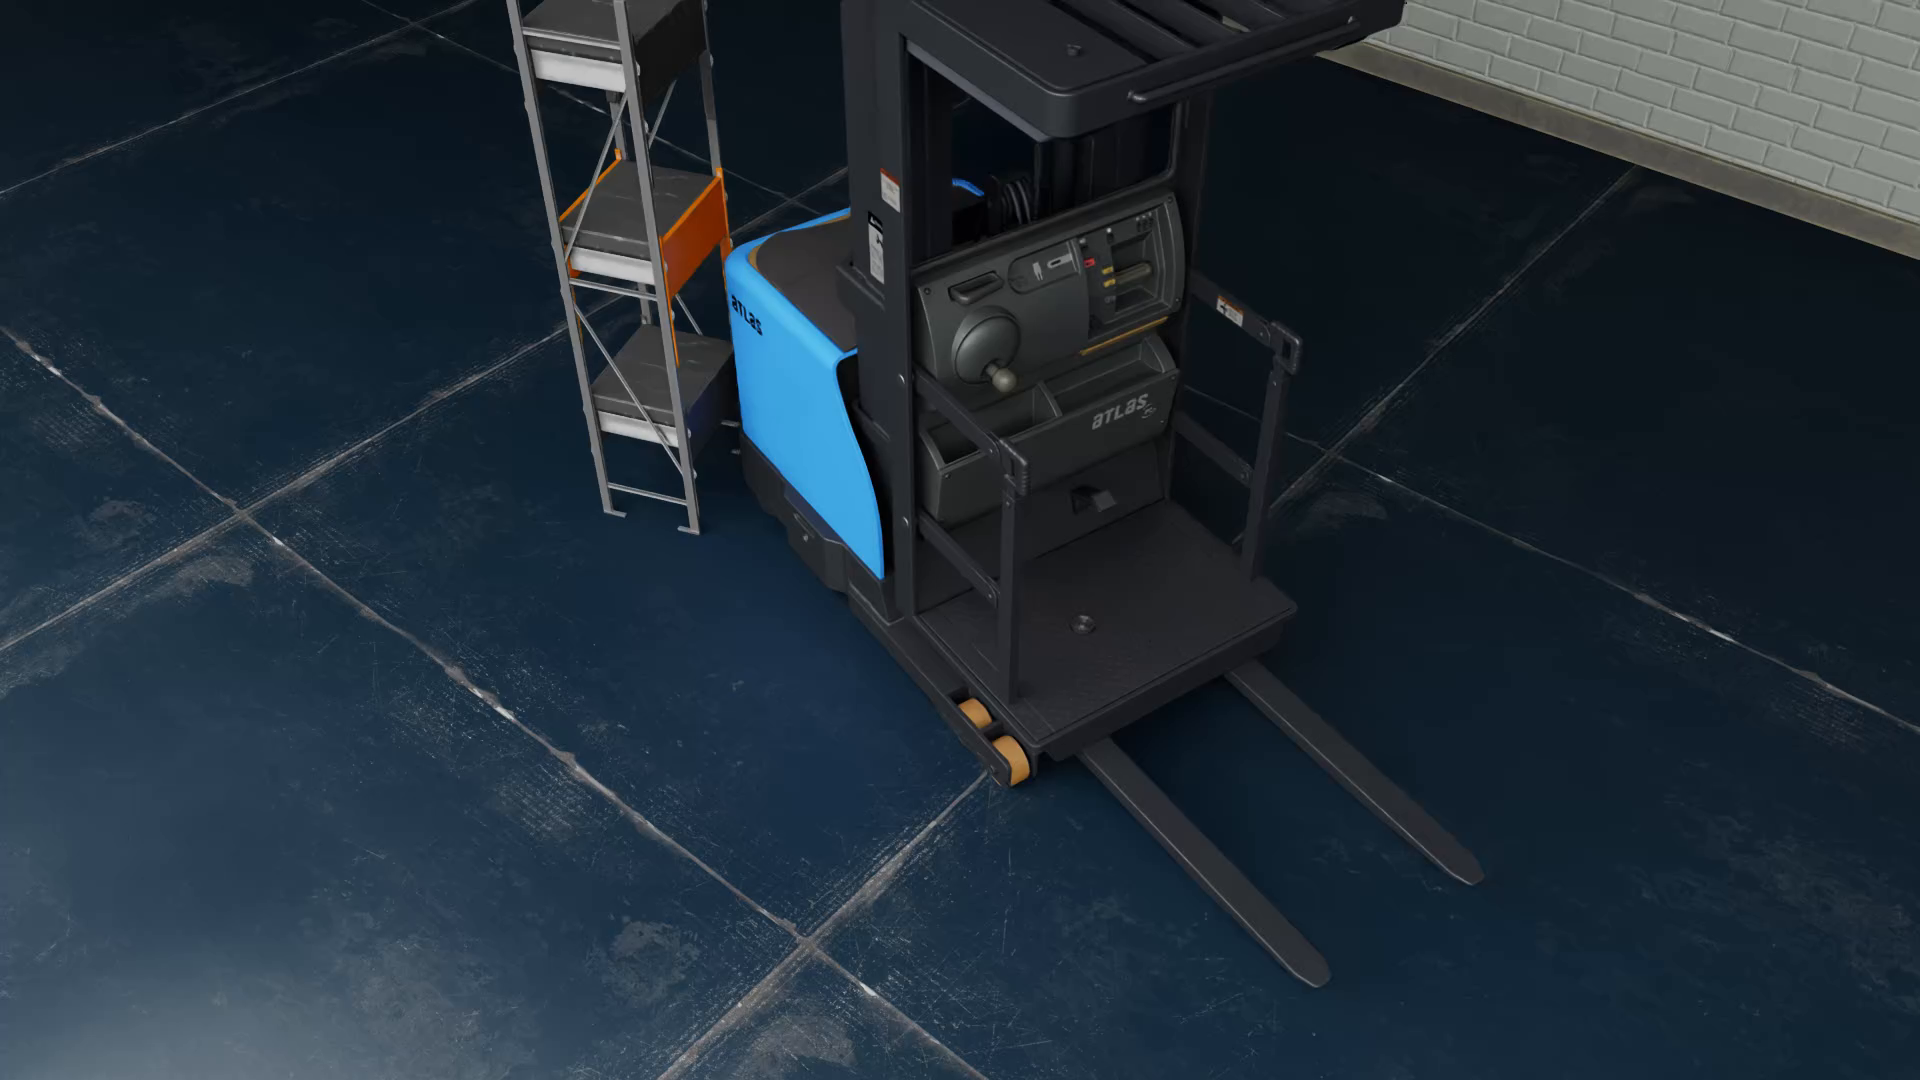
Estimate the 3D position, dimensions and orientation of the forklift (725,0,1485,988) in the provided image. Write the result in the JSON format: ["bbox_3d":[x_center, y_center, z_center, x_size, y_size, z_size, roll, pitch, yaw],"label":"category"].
[{"bbox_3d":[0.407,-0.658,4.795,1.130,2.935,3.031,-24,48,-24],"label":"forklift"}]

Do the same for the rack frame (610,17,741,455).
[{"bbox_3d":[-1.013,-1.153,5.957,0.400,2.100,0.015,13,44,14],"label":"rack frame"}]

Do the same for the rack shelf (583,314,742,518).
[{"bbox_3d":[-1.091,-0.470,6.267,0.431,0.518,0.480,13,44,14],"label":"rack shelf"}]

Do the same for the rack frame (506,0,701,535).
[{"bbox_3d":[-1.170,-0.842,5.615,0.400,2.100,0.015,13,44,14],"label":"rack frame"}]

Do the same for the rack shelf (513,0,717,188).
[{"bbox_3d":[-1.091,-1.506,5.325,0.431,0.518,0.480,13,44,14],"label":"rack shelf"}]

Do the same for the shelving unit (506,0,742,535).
[{"bbox_3d":[-1.091,-0.998,5.786,0.431,2.100,0.503,13,44,14],"label":"shelving unit"}]

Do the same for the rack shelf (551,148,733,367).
[{"bbox_3d":[-1.091,-0.988,5.796,0.431,0.518,0.480,13,44,14],"label":"rack shelf"}]
